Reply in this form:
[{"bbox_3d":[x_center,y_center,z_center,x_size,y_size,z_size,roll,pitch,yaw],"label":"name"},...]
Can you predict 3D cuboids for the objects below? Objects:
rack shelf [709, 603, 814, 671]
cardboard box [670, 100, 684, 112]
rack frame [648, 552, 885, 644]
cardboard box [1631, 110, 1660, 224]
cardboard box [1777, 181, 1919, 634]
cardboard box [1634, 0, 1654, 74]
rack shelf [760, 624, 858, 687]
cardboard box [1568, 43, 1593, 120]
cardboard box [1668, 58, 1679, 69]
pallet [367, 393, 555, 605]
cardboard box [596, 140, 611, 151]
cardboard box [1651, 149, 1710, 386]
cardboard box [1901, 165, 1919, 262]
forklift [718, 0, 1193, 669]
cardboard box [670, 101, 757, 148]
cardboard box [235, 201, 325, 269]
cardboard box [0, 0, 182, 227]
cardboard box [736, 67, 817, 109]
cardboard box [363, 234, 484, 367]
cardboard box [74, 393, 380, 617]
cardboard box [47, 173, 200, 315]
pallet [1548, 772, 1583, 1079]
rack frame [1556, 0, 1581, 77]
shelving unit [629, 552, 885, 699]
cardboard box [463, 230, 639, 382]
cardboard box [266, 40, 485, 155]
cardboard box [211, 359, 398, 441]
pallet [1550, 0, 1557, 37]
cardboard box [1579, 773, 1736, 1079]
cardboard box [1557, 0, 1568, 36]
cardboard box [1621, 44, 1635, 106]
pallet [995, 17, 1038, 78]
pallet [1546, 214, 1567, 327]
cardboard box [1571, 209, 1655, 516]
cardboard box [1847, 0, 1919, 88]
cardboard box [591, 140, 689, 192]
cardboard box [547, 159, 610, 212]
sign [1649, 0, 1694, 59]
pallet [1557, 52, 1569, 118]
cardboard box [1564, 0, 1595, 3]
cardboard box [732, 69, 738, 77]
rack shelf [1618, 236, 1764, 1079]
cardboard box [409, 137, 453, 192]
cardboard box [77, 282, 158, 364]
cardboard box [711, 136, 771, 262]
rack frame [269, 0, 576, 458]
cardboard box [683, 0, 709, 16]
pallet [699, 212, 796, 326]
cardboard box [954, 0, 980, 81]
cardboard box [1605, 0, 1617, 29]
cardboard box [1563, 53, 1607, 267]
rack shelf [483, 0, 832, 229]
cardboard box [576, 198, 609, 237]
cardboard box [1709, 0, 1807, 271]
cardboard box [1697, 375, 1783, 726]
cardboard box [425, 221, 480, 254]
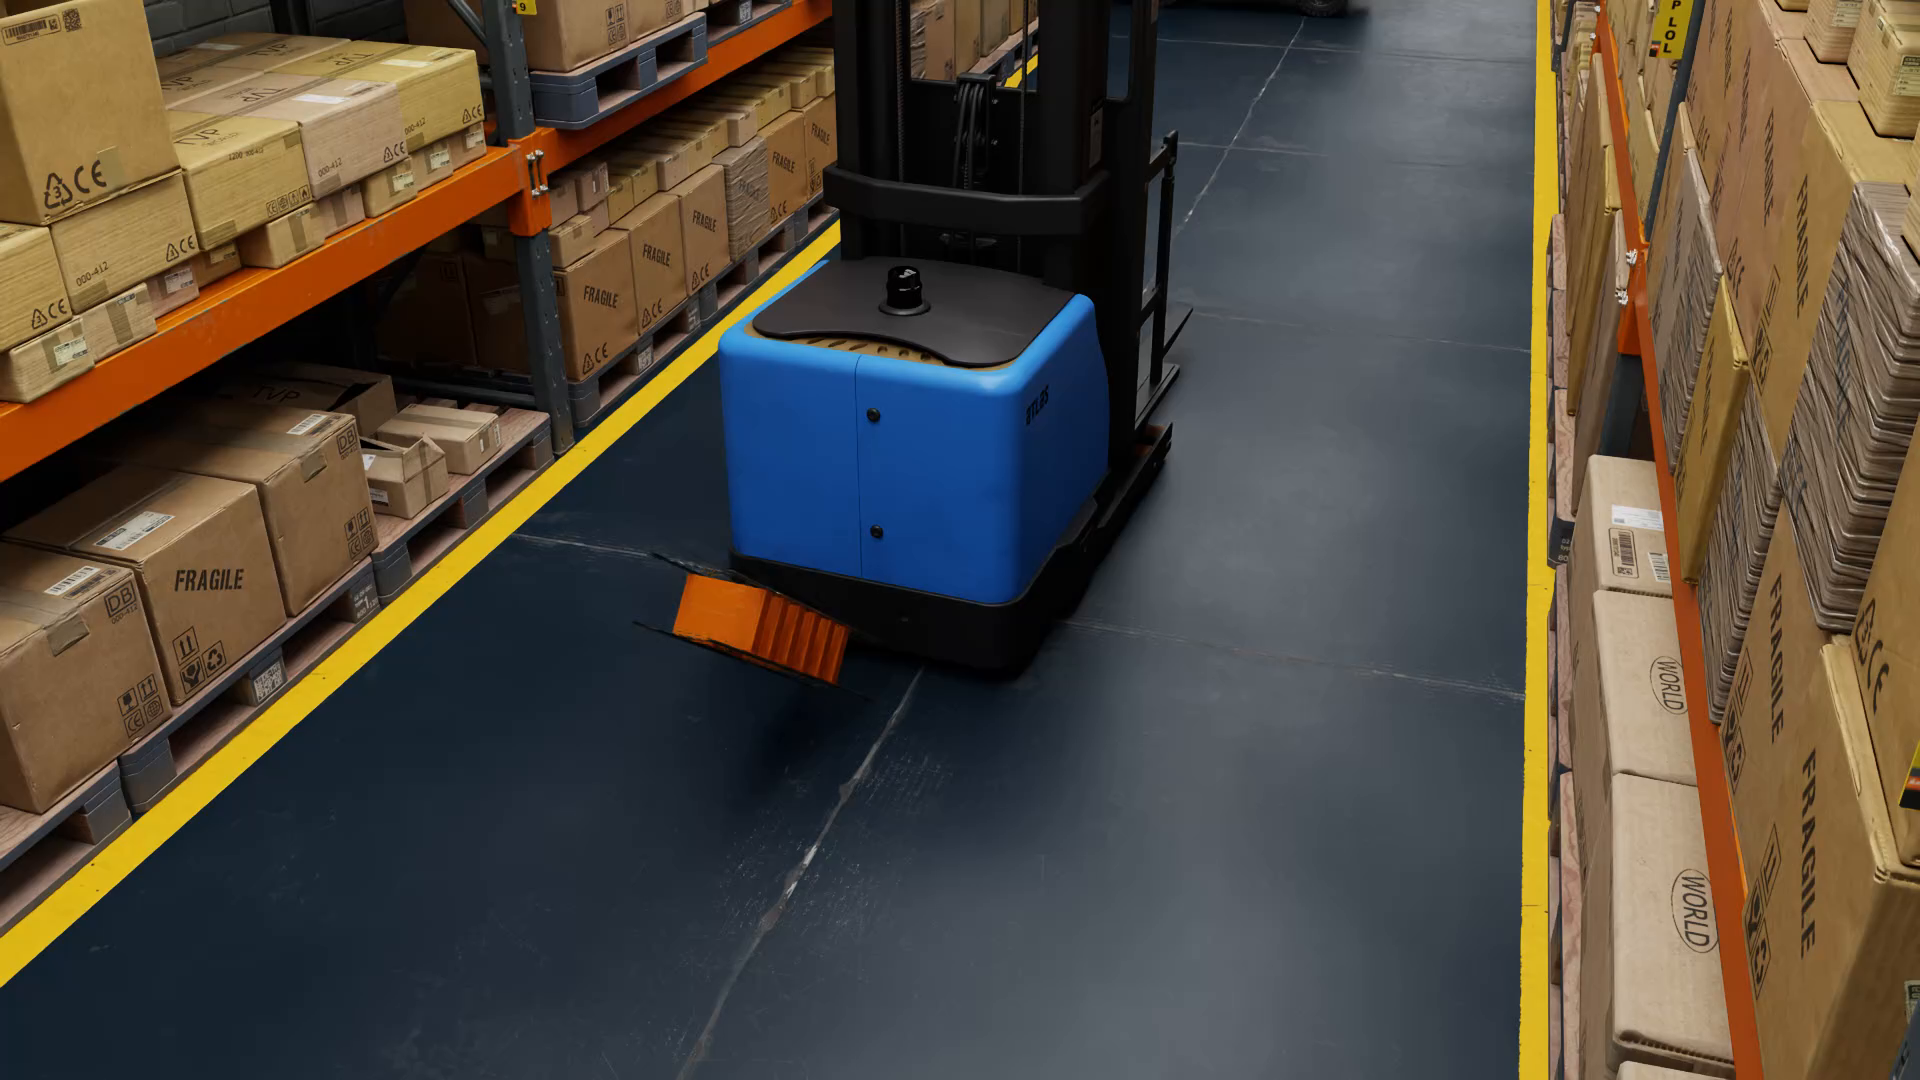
[{"bbox_3d":[-0.568,0.254,4.747,0.258,0.180,0.103,11,-9,19],"label":"rack shelf"},{"bbox_3d":[-1.682,-2.298,8.767,0.380,0.149,0.250,8,30,14],"label":"cardboard box"},{"bbox_3d":[-0.524,0.182,4.831,0.240,0.006,1.200,11,-9,19],"label":"rack frame"},{"bbox_3d":[2.531,-1.223,5.517,0.500,0.250,0.500,8,30,14],"label":"cardboard box"},{"bbox_3d":[1.505,-0.171,2.340,0.500,0.500,0.500,9,30,15],"label":"cardboard box"},{"bbox_3d":[2.823,-1.911,6.240,0.500,0.250,0.500,9,30,16],"label":"cardboard box"},{"bbox_3d":[-0.464,0.331,5.083,0.258,0.180,0.103,11,-9,19],"label":"rack shelf"},{"bbox_3d":[4.427,-2.895,10.639,0.950,0.372,0.625,10,30,17],"label":"cardboard box"},{"bbox_3d":[2.531,-1.768,5.211,0.500,0.500,0.500,9,30,16],"label":"cardboard box"},{"bbox_3d":[-2.309,-0.213,6.415,1.003,0.211,1.213,8,30,15],"label":"pallet"},{"bbox_3d":[-1.934,-1.945,8.132,0.380,0.149,0.250,9,30,16],"label":"cardboard box"},{"bbox_3d":[2.100,-0.673,4.272,0.500,0.500,0.500,9,30,15],"label":"cardboard box"},{"bbox_3d":[1.427,-0.398,2.081,0.380,0.149,0.250,8,30,14],"label":"cardboard box"},{"bbox_3d":[0.226,-1.564,6.046,1.130,2.935,3.031,11,31,18],"label":"forklift"},{"bbox_3d":[-1.251,-2.106,8.422,0.380,0.149,0.250,7,30,12],"label":"cardboard box"},{"bbox_3d":[-2.218,-0.967,5.162,0.380,0.149,0.250,8,30,14],"label":"cardboard box"},{"bbox_3d":[-2.449,-1.153,4.314,0.500,0.500,0.500,9,30,16],"label":"cardboard box"},{"bbox_3d":[-1.005,-2.471,9.078,0.380,0.149,0.250,7,30,13],"label":"cardboard box"},{"bbox_3d":[-2.245,-1.112,7.302,0.500,0.500,0.500,8,30,15],"label":"cardboard box"},{"bbox_3d":[-2.417,-0.127,5.533,0.700,0.500,0.500,7,30,13],"label":"cardboard box"},{"bbox_3d":[-2.466,-0.839,4.521,0.500,0.250,0.500,8,30,14],"label":"cardboard box"},{"bbox_3d":[1.986,1.086,4.081,1.003,0.211,1.213,8,30,15],"label":"pallet"},{"bbox_3d":[4.988,-4.762,11.724,1.000,3.000,0.127,8,30,15],"label":"rack frame"},{"bbox_3d":[-0.546,0.270,4.817,0.258,0.189,1.200,11,-9,19],"label":"shelving unit"},{"bbox_3d":[-1.749,-1.034,7.163,0.500,0.500,0.500,10,31,17],"label":"cardboard box"},{"bbox_3d":[-2.022,-1.543,5.787,0.500,0.250,0.500,9,30,16],"label":"cardboard box"},{"bbox_3d":[-2.526,-0.486,6.371,0.500,0.311,0.500,10,30,17],"label":"cardboard box"},{"bbox_3d":[5.508,-4.429,13.994,1.003,0.211,1.213,8,30,15],"label":"pallet"},{"bbox_3d":[1.825,1.004,3.564,0.875,0.438,0.875,9,30,16],"label":"cardboard box"},{"bbox_3d":[4.905,-4.057,12.853,0.500,0.250,0.500,10,31,17],"label":"cardboard box"},{"bbox_3d":[2.995,-1.932,6.791,0.500,0.250,0.500,8,30,15],"label":"cardboard box"},{"bbox_3d":[0.063,-3.902,13.046,1.003,0.211,1.213,8,30,15],"label":"pallet"},{"bbox_3d":[3.511,-1.328,8.421,1.003,0.211,1.213,8,30,15],"label":"pallet"},{"bbox_3d":[2.746,-0.598,5.994,0.875,0.875,0.875,9,30,16],"label":"cardboard box"},{"bbox_3d":[1.797,-0.864,2.920,0.380,0.149,0.250,9,30,16],"label":"cardboard box"},{"bbox_3d":[-1.498,-1.754,7.790,0.380,0.149,0.250,8,30,15],"label":"cardboard box"},{"bbox_3d":[-1.716,-1.511,7.047,0.380,0.149,0.250,7,30,12],"label":"cardboard box"},{"bbox_3d":[2.119,-1.588,4.910,0.100,0.325,0.005,8,30,15],"label":"sign"},{"bbox_3d":[4.761,-3.181,11.751,1.003,0.211,1.213,8,30,15],"label":"pallet"},{"bbox_3d":[4.905,-4.384,12.671,0.500,0.500,0.500,8,30,14],"label":"cardboard box"},{"bbox_3d":[-1.487,-2.666,9.429,0.380,0.149,0.250,9,30,16],"label":"cardboard box"},{"bbox_3d":[2.053,0.200,3.545,1.077,0.370,4.000,8,30,15],"label":"rack shelf"},{"bbox_3d":[-2.014,-1.332,5.818,0.380,0.149,0.250,9,30,16],"label":"cardboard box"},{"bbox_3d":[-2.438,-0.612,4.523,0.380,0.149,0.250,9,30,16],"label":"cardboard box"},{"bbox_3d":[-1.293,-1.754,8.458,0.500,0.500,0.500,7,30,13],"label":"cardboard box"},{"bbox_3d":[-2.106,-1.750,6.311,1.000,3.000,0.127,8,30,15],"label":"rack frame"},{"bbox_3d":[-1.331,-2.466,7.304,0.396,0.266,0.258,10,31,17],"label":"cardboard box"},{"bbox_3d":[-1.547,-1.484,8.700,1.003,0.211,1.213,8,30,15],"label":"pallet"},{"bbox_3d":[-0.354,-3.661,11.755,0.875,0.625,0.625,7,30,13],"label":"cardboard box"},{"bbox_3d":[3.430,-2.646,8.074,0.500,0.250,0.500,8,30,14],"label":"cardboard box"},{"bbox_3d":[3.532,-1.849,8.241,0.875,0.875,0.875,8,30,14],"label":"cardboard box"},{"bbox_3d":[-1.519,-2.365,8.156,1.077,0.370,4.000,8,30,15],"label":"rack shelf"},{"bbox_3d":[-1.739,-1.393,7.141,0.380,0.149,0.250,8,30,13],"label":"cardboard box"},{"bbox_3d":[1.953,-0.867,3.592,0.500,0.500,0.500,9,30,16],"label":"cardboard box"},{"bbox_3d":[1.658,0.038,2.993,0.500,0.500,0.500,9,30,16],"label":"cardboard box"},{"bbox_3d":[-2.274,-1.337,7.040,0.380,0.149,0.250,7,30,13],"label":"cardboard box"}]
